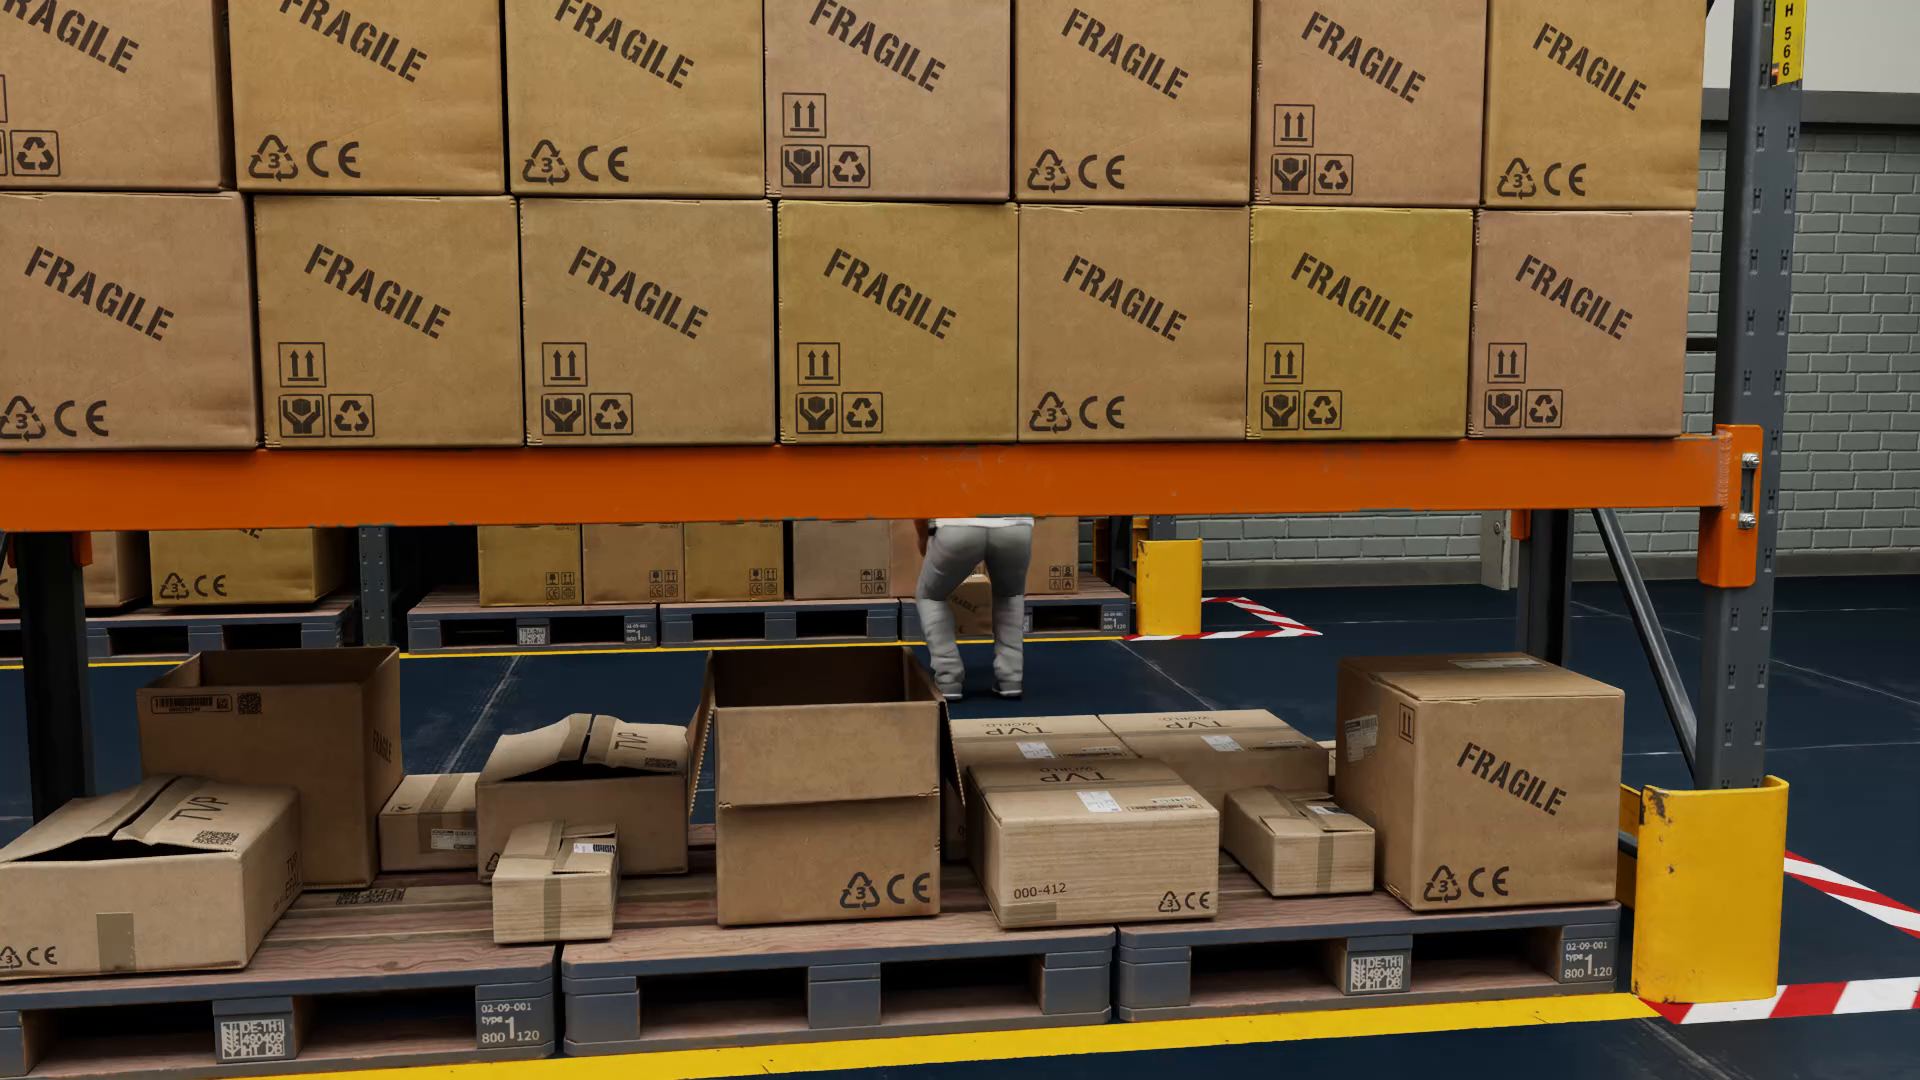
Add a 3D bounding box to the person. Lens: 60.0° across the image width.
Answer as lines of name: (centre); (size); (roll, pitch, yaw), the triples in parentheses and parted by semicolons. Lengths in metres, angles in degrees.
person: (0.035, -0.032, 7.173); (0.532, 1.432, 0.691); (-1, 7, -8)
